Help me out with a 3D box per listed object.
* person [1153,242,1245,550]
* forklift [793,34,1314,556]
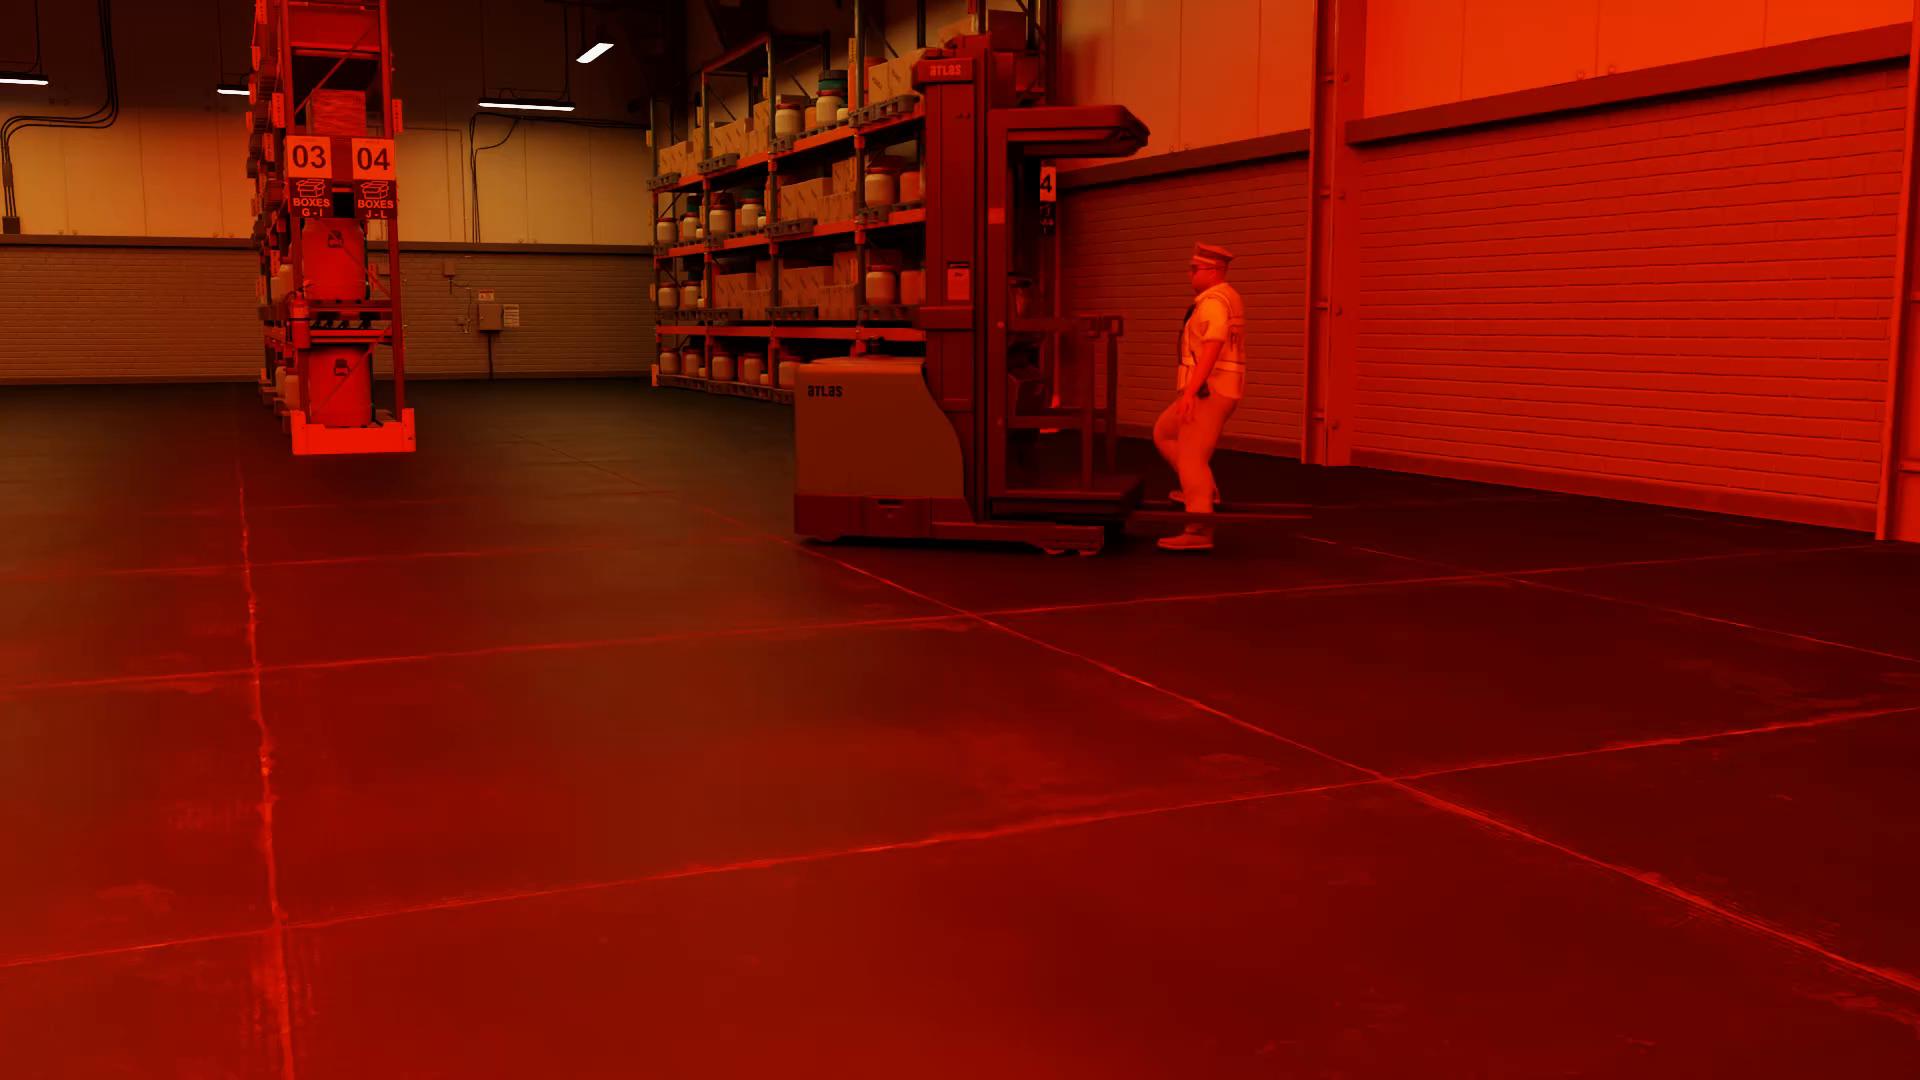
[{"bbox_3d":[1.367,-0.843,9.725,0.563,1.769,0.684,3,8,19],"label":"person"},{"bbox_3d":[0.577,-1.440,9.859,3.031,2.935,1.130,2,8,13],"label":"forklift"}]
